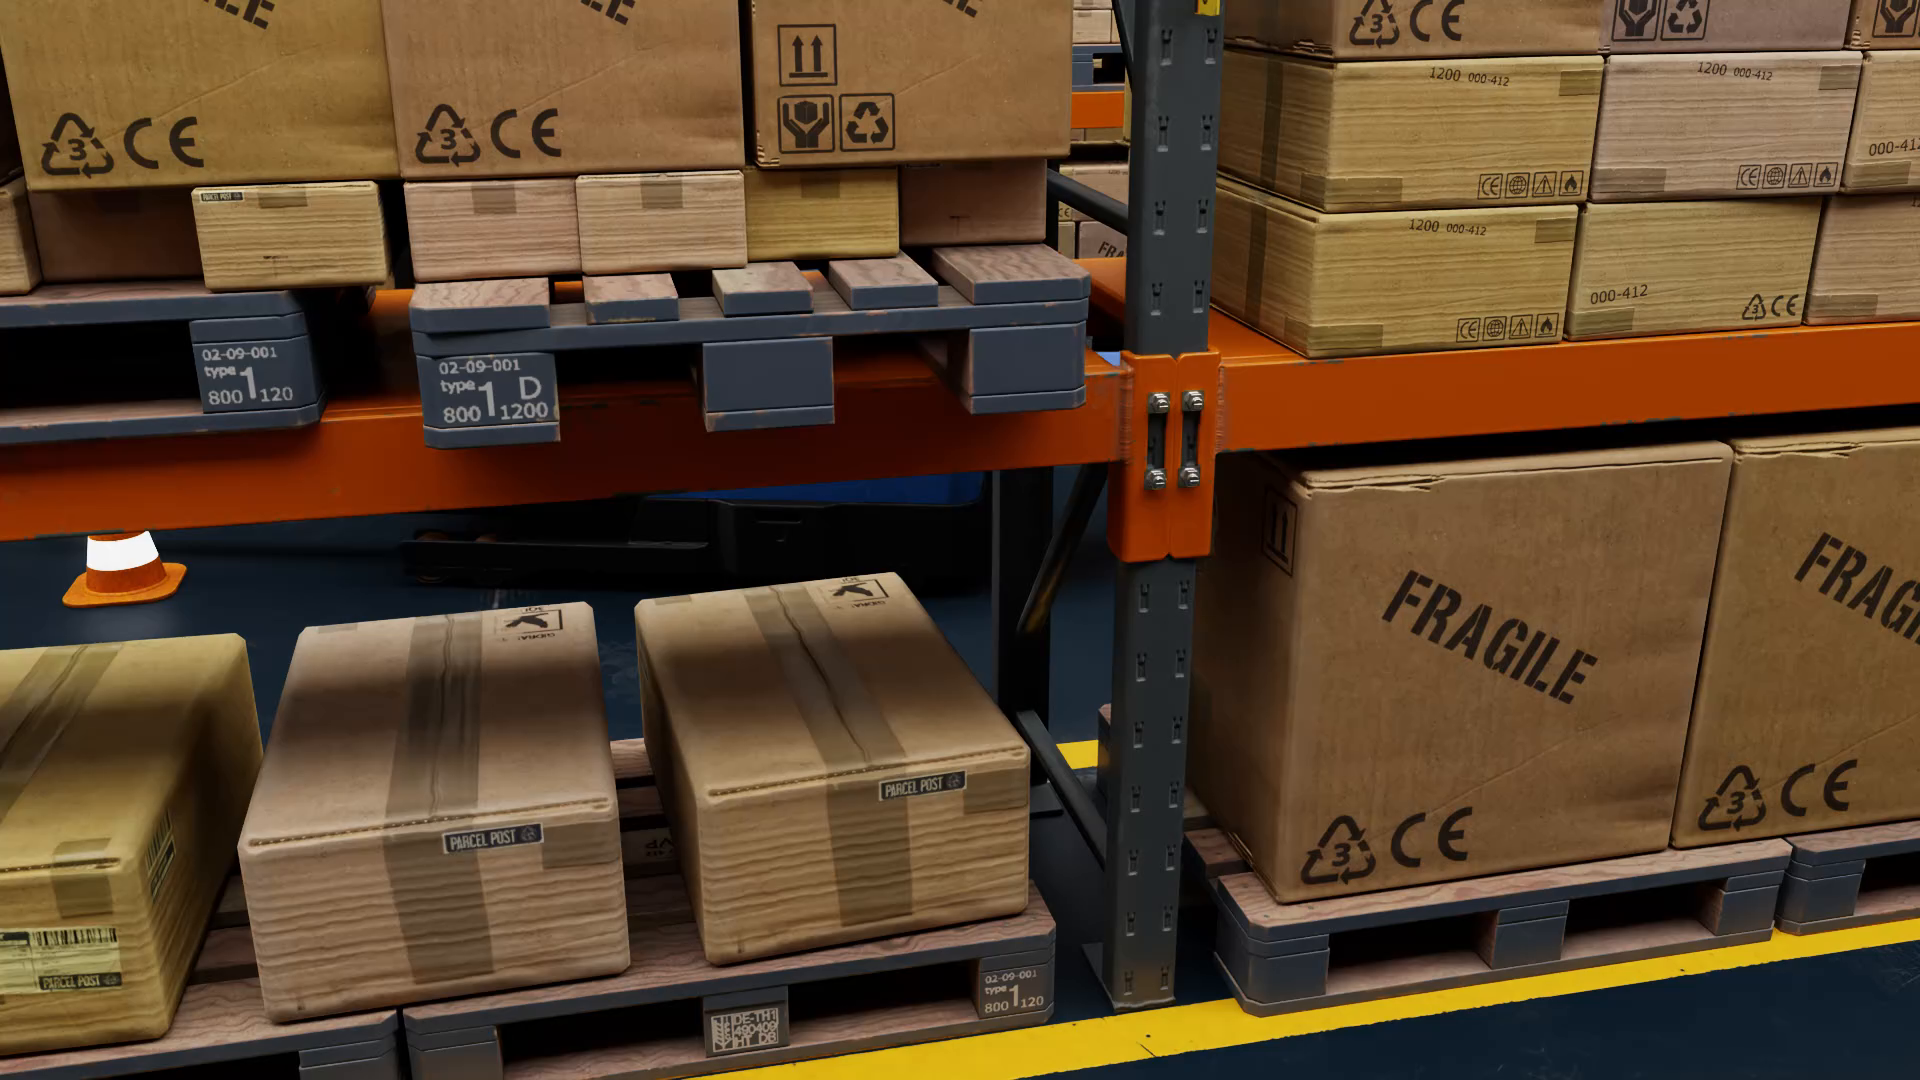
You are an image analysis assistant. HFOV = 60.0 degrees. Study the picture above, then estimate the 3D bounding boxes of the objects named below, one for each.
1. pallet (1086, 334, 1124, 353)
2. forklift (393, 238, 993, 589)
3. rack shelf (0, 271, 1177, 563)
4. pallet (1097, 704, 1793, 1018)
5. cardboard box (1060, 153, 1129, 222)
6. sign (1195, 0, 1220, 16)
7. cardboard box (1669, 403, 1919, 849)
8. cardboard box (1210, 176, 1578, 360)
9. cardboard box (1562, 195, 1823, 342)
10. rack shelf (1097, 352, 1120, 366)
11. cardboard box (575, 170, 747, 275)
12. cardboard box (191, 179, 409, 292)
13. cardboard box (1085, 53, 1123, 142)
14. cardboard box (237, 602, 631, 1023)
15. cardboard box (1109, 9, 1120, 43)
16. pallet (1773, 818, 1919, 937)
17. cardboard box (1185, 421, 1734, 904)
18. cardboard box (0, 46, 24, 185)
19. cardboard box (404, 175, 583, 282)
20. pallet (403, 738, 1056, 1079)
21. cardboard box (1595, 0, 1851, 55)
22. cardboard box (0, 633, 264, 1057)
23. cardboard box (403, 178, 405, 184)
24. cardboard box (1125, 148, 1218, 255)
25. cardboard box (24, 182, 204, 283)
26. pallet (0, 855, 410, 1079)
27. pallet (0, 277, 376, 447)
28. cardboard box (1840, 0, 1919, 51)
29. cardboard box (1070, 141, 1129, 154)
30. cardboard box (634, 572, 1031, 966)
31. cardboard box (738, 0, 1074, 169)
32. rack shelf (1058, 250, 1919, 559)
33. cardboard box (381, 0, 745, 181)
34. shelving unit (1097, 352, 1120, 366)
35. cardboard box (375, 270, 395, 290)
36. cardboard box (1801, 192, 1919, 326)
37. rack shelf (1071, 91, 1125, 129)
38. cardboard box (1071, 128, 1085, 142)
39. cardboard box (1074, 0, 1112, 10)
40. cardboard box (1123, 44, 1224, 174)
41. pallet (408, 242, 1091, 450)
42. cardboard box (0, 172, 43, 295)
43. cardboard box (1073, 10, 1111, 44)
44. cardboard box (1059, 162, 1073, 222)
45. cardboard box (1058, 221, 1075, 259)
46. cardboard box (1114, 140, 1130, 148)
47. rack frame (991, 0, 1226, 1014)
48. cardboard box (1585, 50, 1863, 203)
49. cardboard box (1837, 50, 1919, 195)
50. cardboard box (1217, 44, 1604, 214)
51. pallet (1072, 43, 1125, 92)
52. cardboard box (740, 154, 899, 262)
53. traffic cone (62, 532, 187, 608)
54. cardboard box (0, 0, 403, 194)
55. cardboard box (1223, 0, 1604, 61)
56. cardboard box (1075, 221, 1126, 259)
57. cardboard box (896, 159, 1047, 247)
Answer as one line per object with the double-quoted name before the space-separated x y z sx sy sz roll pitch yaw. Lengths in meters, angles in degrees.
"pallet" 0.959 -1.145 8.632 1.213 0.211 1.003 -5 21 -12
"forklift" -1.403 -1.406 5.393 3.031 2.935 1.130 2 20 4
"rack shelf" -1.696 -0.152 2.915 4.000 0.370 1.077 -5 21 -12
"pallet" 1.035 0.624 3.804 1.213 0.211 1.003 -5 21 -12
"cardboard box" 0.718 -1.721 8.086 0.500 0.250 0.500 -4 21 -12
"sign" 0.384 -0.974 2.544 0.005 0.325 0.100 -5 21 -12
"cardboard box" 1.810 0.056 3.779 0.875 0.875 0.875 -4 21 -12
"cardboard box" 0.784 -0.532 3.125 0.500 0.250 0.500 -5 21 -13
"cardboard box" 1.280 -0.579 3.252 0.500 0.250 0.500 -5 21 -14
"rack shelf" 0.677 -0.486 5.484 1.000 0.185 0.538 -2 20 -6
"cardboard box" -0.494 -0.542 2.689 0.250 0.149 0.380 -5 21 -13
"cardboard box" -1.005 -0.499 2.570 0.250 0.149 0.380 -4 21 -12
"cardboard box" 1.244 -3.424 13.280 0.875 0.875 1.225 -5 21 -12
"cardboard box" -1.018 0.491 3.323 0.625 0.372 0.950 -5 21 -14
"cardboard box" 0.784 -2.450 7.896 0.250 0.149 0.380 -4 21 -12
"pallet" 2.220 0.529 4.065 1.213 0.211 1.003 -5 21 -12
"cardboard box" 0.941 0.125 3.590 0.875 0.875 0.875 -5 21 -13
"cardboard box" -1.651 -0.775 2.381 0.500 0.500 0.500 -6 21 -15
"cardboard box" -0.741 -0.525 2.642 0.250 0.149 0.380 -6 21 -15
"pallet" -0.511 0.722 3.535 1.213 0.211 1.003 -5 21 -12
"cardboard box" 1.267 -1.164 3.033 0.500 0.500 0.500 -5 21 -12
"cardboard box" -1.758 0.549 3.165 0.625 0.372 0.950 -4 20 -11
"cardboard box" -0.941 -0.732 3.206 0.250 0.149 0.380 -5 21 -12
"cardboard box" 0.683 -0.705 3.596 0.500 0.250 0.500 -5 21 -14
"cardboard box" -1.279 -0.521 2.630 0.250 0.149 0.380 -4 21 -12
"pallet" -1.696 0.818 3.275 1.213 0.211 1.003 -5 21 -12
"pallet" -1.667 -0.388 2.791 1.213 0.211 1.003 -5 21 -12
"cardboard box" 1.774 -1.200 3.131 0.500 0.500 0.500 -4 21 -11
"cardboard box" 0.605 -1.893 8.555 0.500 0.250 0.500 -4 21 -11
"cardboard box" -0.302 0.430 3.490 0.625 0.372 0.950 -6 21 -16
"cardboard box" -0.128 -0.903 2.730 0.500 0.500 0.500 -5 21 -14
"rack shelf" 2.196 -0.469 3.779 4.000 0.370 1.077 -5 21 -12
"cardboard box" -0.629 -0.858 2.609 0.500 0.500 0.500 -5 21 -13
"shelving unit" 0.677 -0.655 5.423 1.048 1.500 0.538 -2 20 -6
"cardboard box" -2.451 -1.350 7.798 0.750 0.750 1.050 -4 21 -12
"cardboard box" 1.792 -0.618 3.360 0.500 0.250 0.500 -4 20 -11
"rack shelf" 0.959 -2.118 8.281 4.000 0.370 1.077 -5 21 -12
"cardboard box" 0.375 -3.353 13.086 0.875 0.875 1.225 -5 21 -14
"cardboard box" 0.540 -2.571 7.794 0.250 0.149 0.380 -5 21 -12
"cardboard box" 0.663 -0.936 3.500 0.500 0.250 0.500 -5 21 -13
"pallet" -0.419 -0.466 3.005 1.003 0.211 1.213 -5 21 -12
"cardboard box" -1.504 -0.474 2.501 0.250 0.149 0.380 -5 21 -14
"cardboard box" 0.539 -2.431 7.844 0.250 0.149 0.380 -4 20 -11
"cardboard box" 0.233 -1.686 7.991 0.500 0.250 0.500 -5 21 -13
"cardboard box" 0.248 -1.332 8.114 0.500 0.500 0.500 -4 21 -12
"cardboard box" 1.111 -1.937 8.676 0.500 0.250 0.500 -4 20 -10
"rack frame" 0.250 -0.648 3.223 0.127 3.000 1.000 -5 21 -12
"cardboard box" 1.303 -0.811 3.158 0.500 0.250 0.500 -4 21 -11
"cardboard box" 1.791 -0.846 3.254 0.500 0.250 0.500 -5 21 -13
"cardboard box" 0.800 -0.770 3.047 0.500 0.250 0.500 -5 21 -13
"pallet" 0.930 -2.377 8.223 1.213 0.211 1.003 -5 21 -12
"cardboard box" -0.259 -0.577 2.784 0.250 0.149 0.380 -4 21 -12
"traffic cone" -2.706 -0.065 5.319 0.334 0.463 0.336 -5 21 -12
"cardboard box" -1.120 -0.818 2.499 0.500 0.500 0.500 -6 21 -16
"cardboard box" 0.786 -1.122 2.917 0.500 0.500 0.500 -5 21 -14
"cardboard box" 0.747 -1.374 8.229 0.500 0.500 0.500 -5 21 -14
"cardboard box" -0.015 -0.623 2.908 0.250 0.149 0.380 -4 20 -10
